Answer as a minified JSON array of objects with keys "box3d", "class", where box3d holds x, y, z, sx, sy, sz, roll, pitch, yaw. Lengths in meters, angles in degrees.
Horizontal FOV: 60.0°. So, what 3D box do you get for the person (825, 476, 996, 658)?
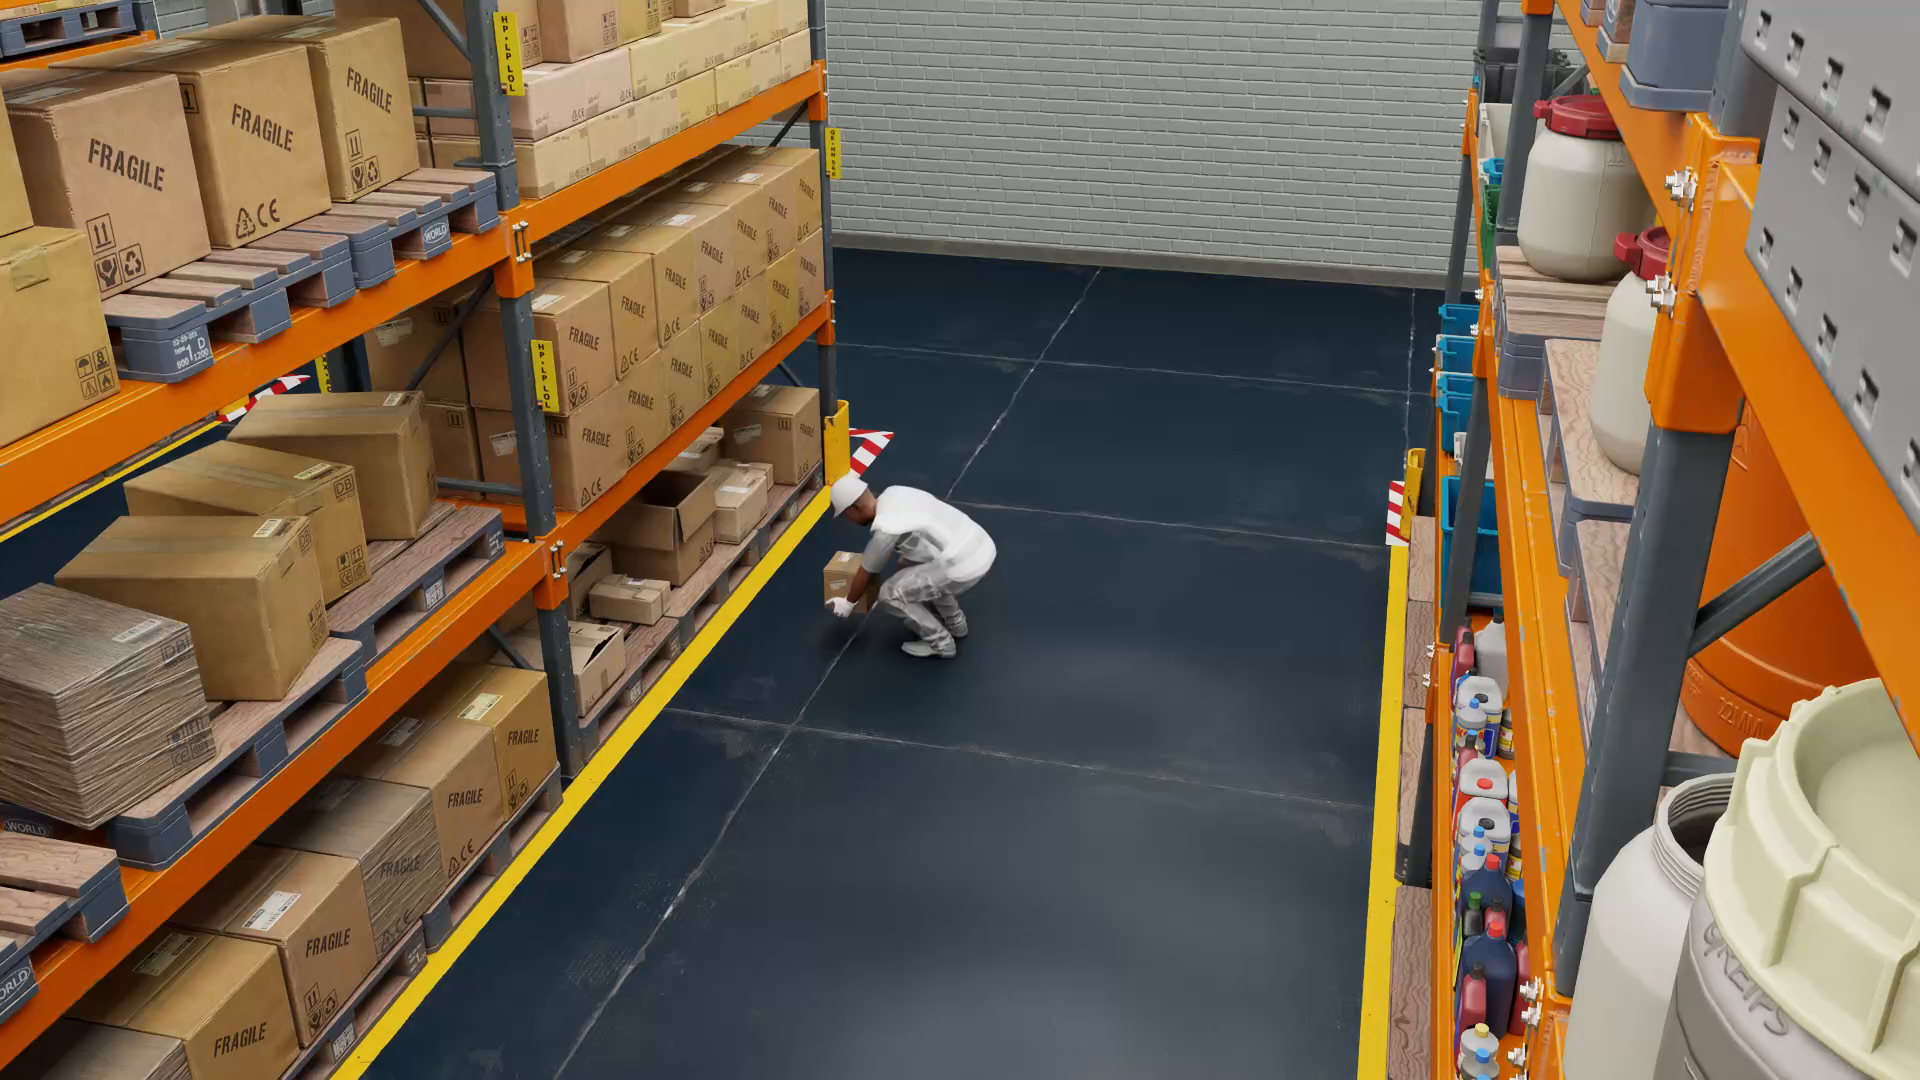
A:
[{"box3d":[-0.278,0.130,9.242,0.934,0.998,0.557,6,26,12],"class":"person"}]
